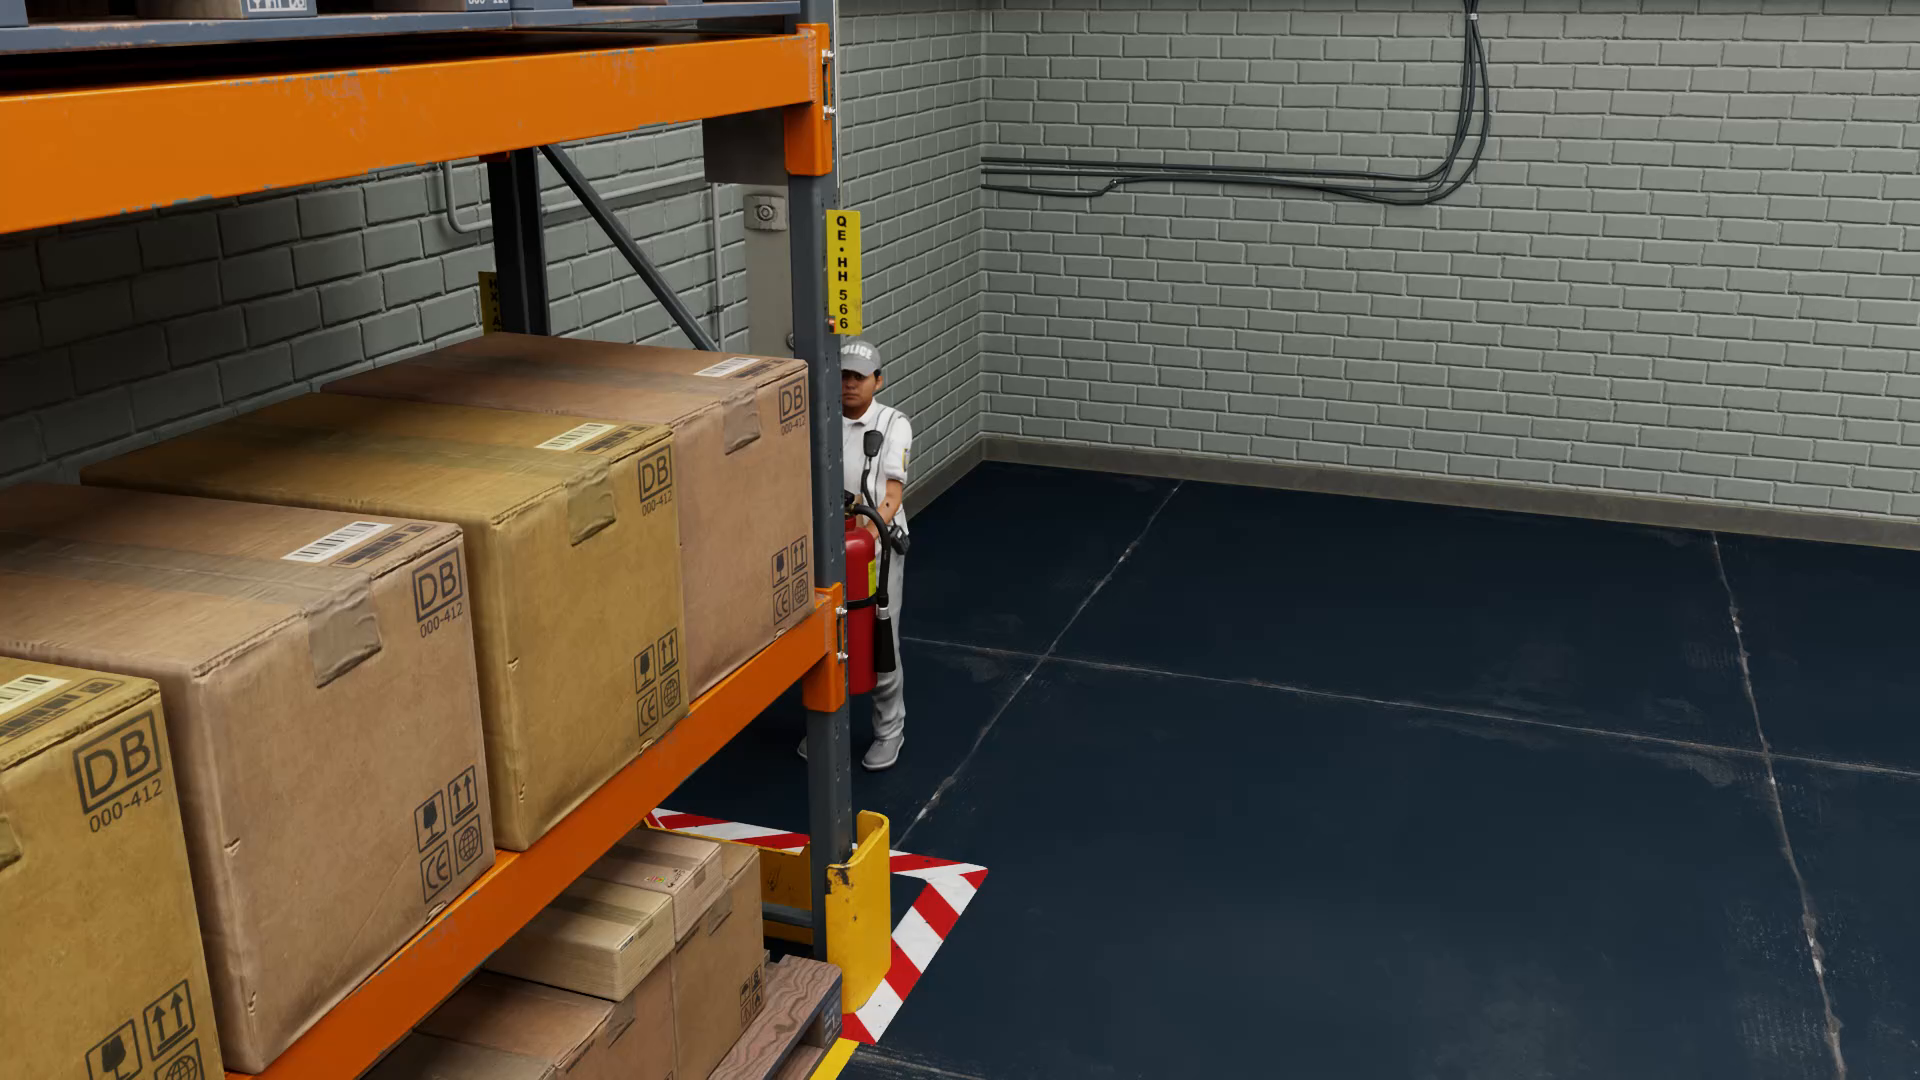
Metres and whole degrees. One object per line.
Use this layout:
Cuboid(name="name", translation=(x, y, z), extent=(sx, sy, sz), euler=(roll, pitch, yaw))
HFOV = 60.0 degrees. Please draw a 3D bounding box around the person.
Cuboid(name="person", translation=(-0.436, 0.076, 6.348), extent=(0.453, 1.653, 0.541), euler=(6, 20, 18))
